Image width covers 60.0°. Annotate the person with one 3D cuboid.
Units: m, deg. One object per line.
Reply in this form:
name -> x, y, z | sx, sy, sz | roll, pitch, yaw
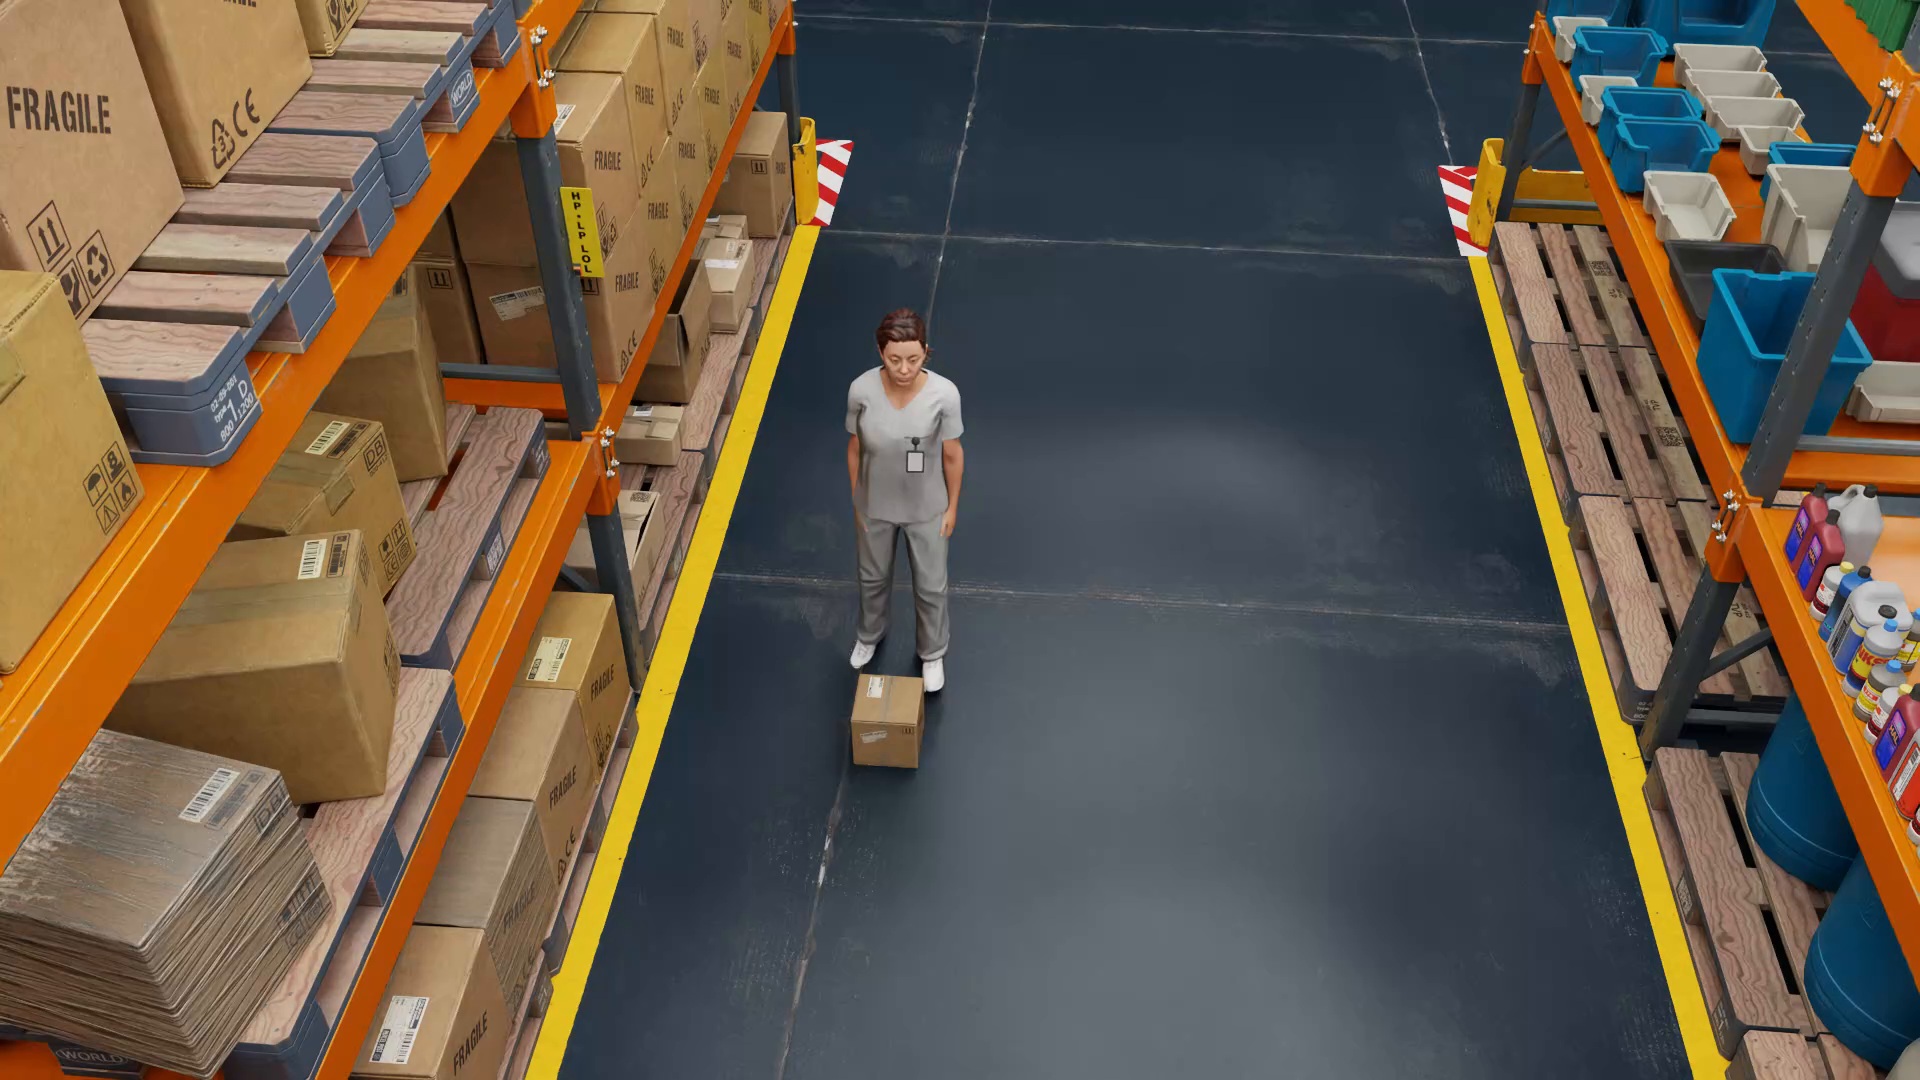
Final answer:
person -> -0.226, -0.119, 6.347 | 0.477, 1.725, 0.391 | 4, 40, 5
